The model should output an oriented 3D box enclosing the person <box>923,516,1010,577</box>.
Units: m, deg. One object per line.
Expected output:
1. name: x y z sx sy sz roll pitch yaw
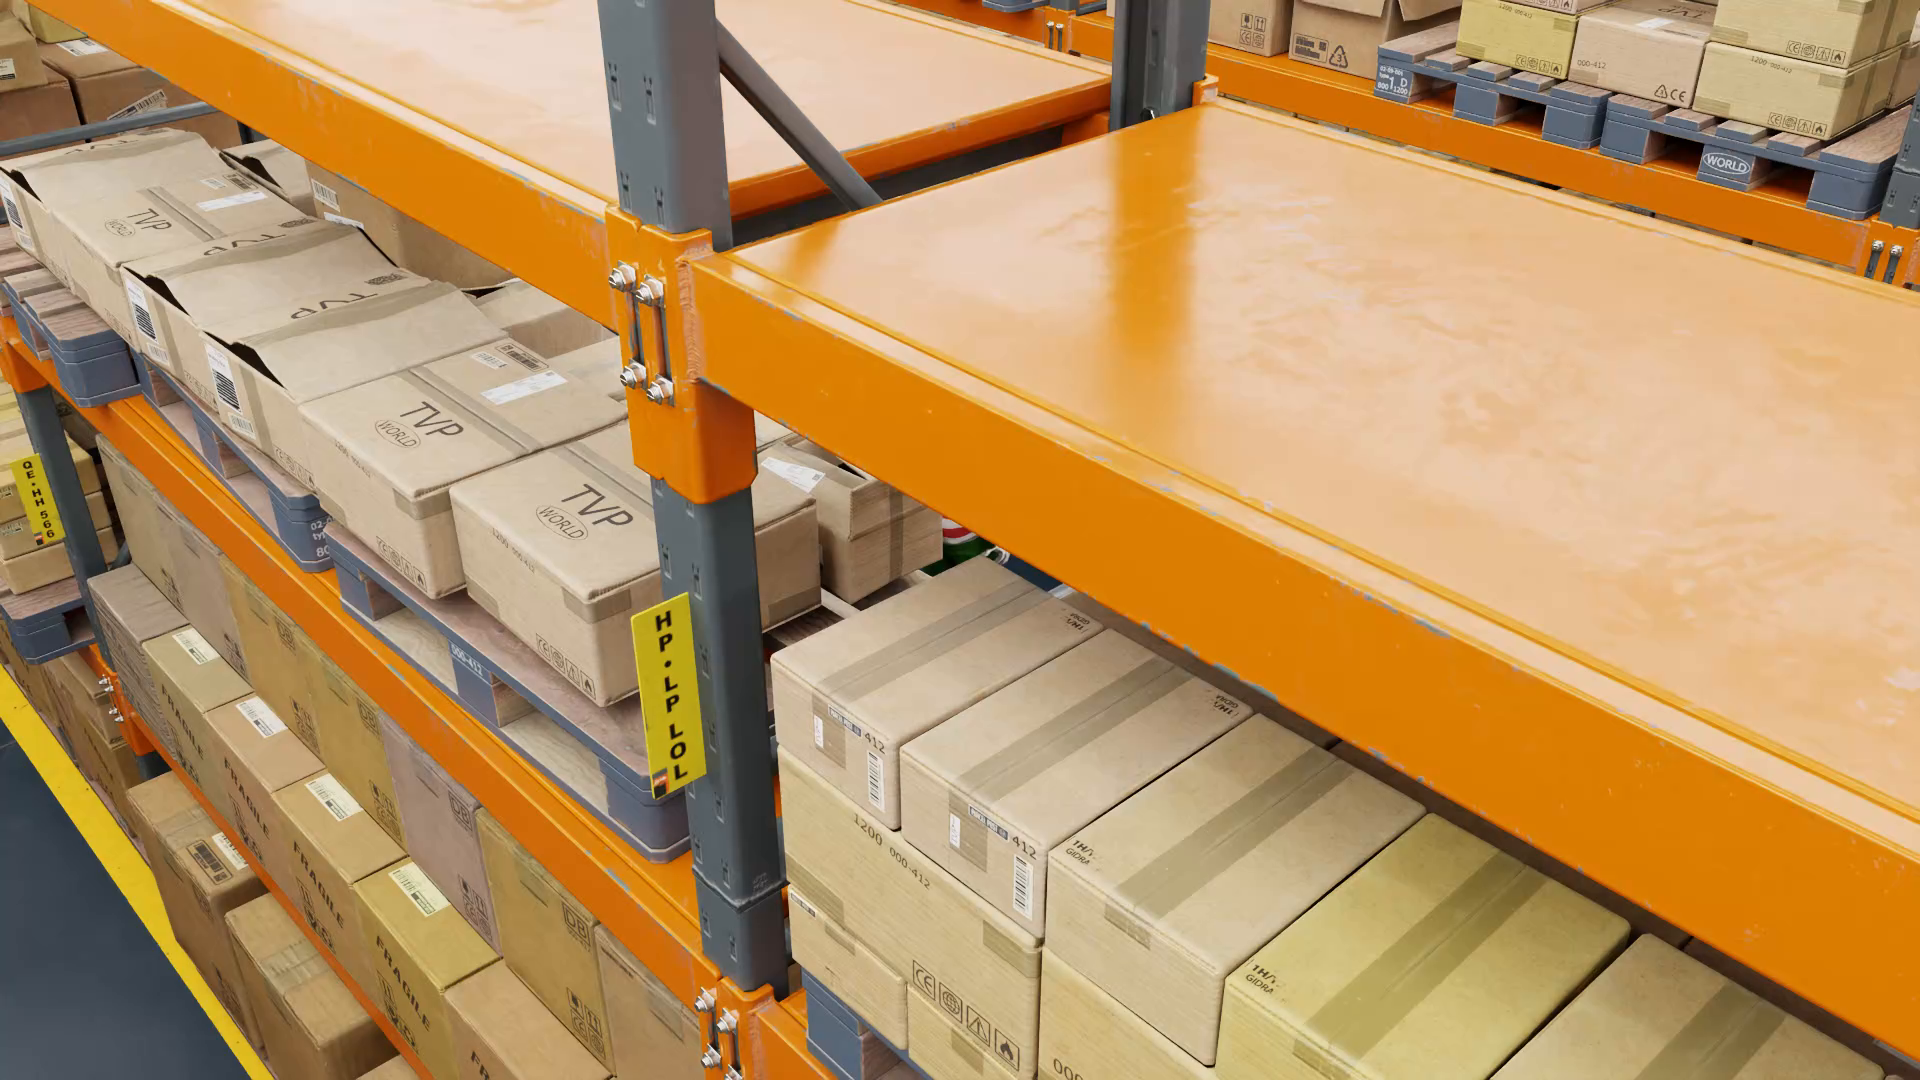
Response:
1. person: 0.031 -0.108 7.770 0.564 1.788 0.637 -26 40 -35
